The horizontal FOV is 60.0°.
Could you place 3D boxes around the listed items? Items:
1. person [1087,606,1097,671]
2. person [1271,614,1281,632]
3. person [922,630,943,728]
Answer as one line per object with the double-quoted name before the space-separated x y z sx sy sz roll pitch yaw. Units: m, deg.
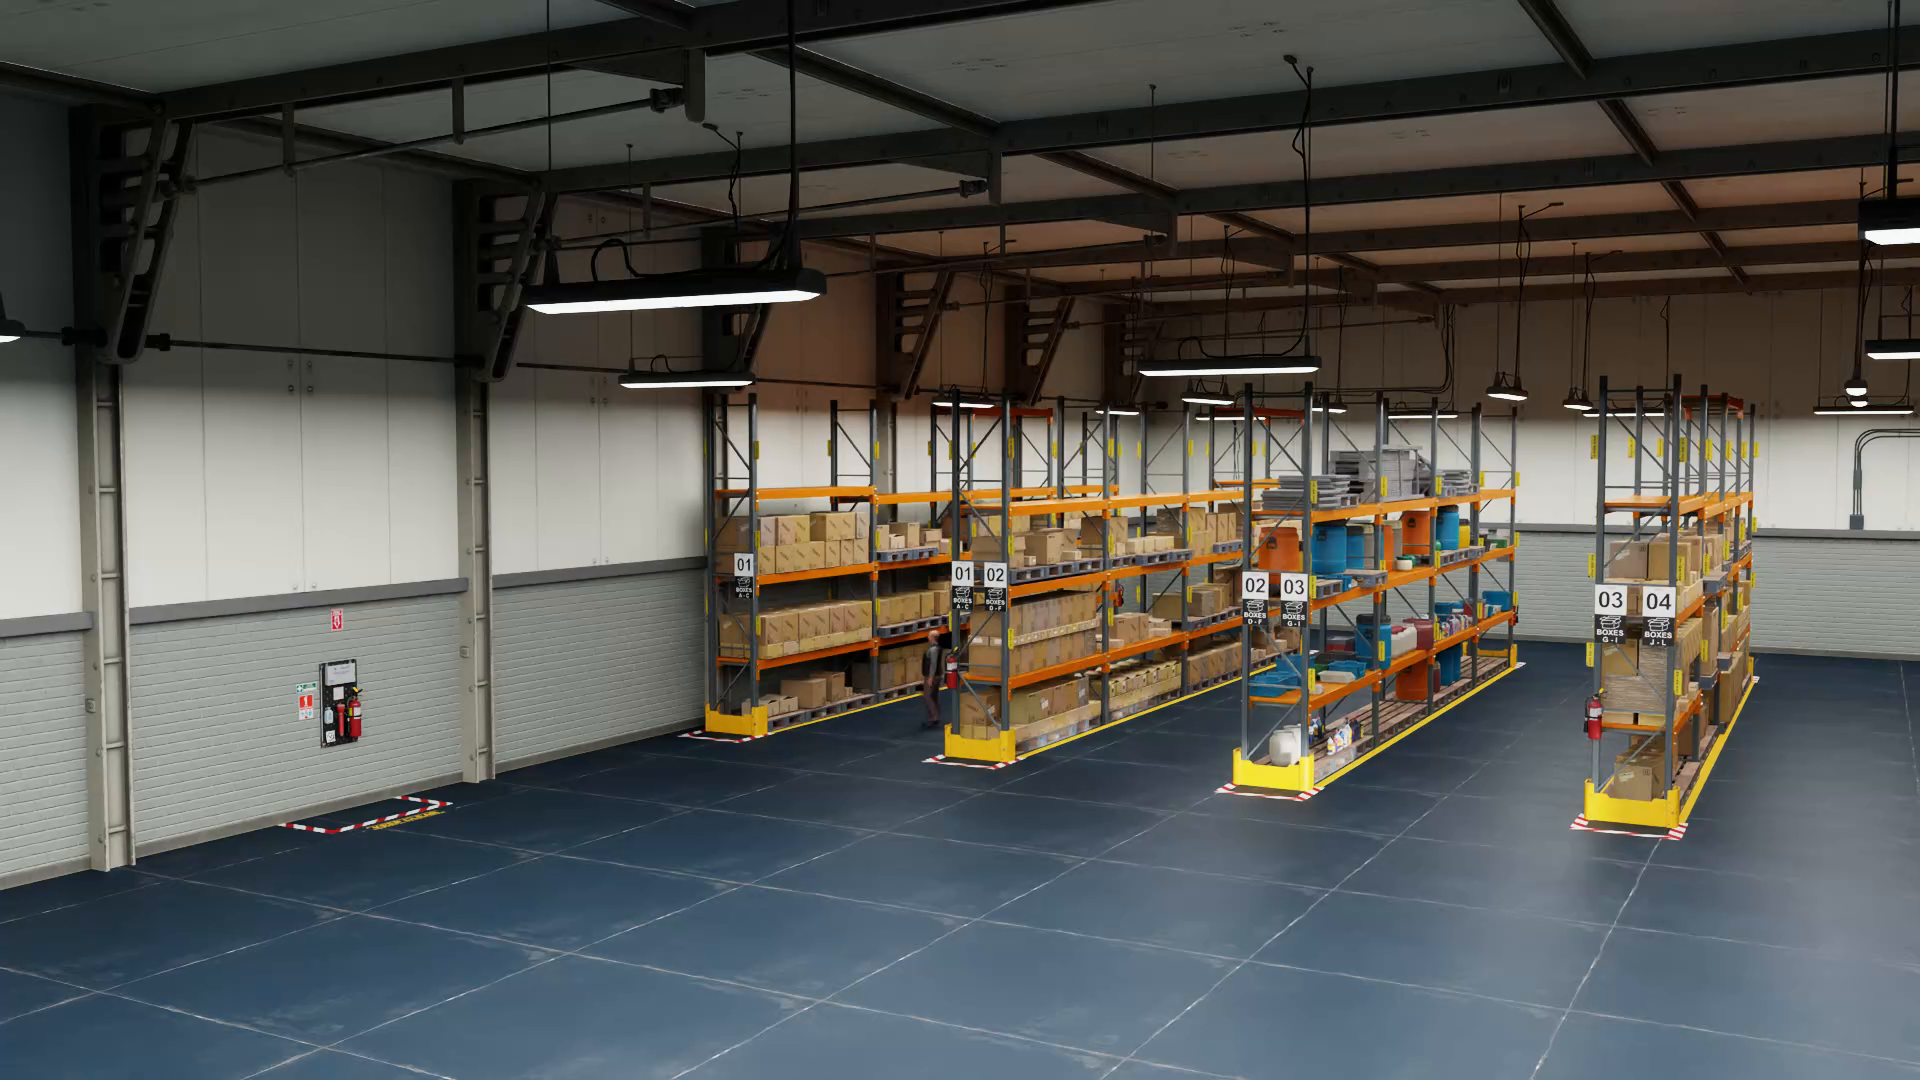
"person" 2.699 2.223 35.196 0.445 1.807 0.572 0 3 -4
"person" 8.518 1.737 44.575 0.594 1.735 0.473 1 3 14
"person" -0.509 2.523 30.215 0.369 1.756 0.567 1 3 11
